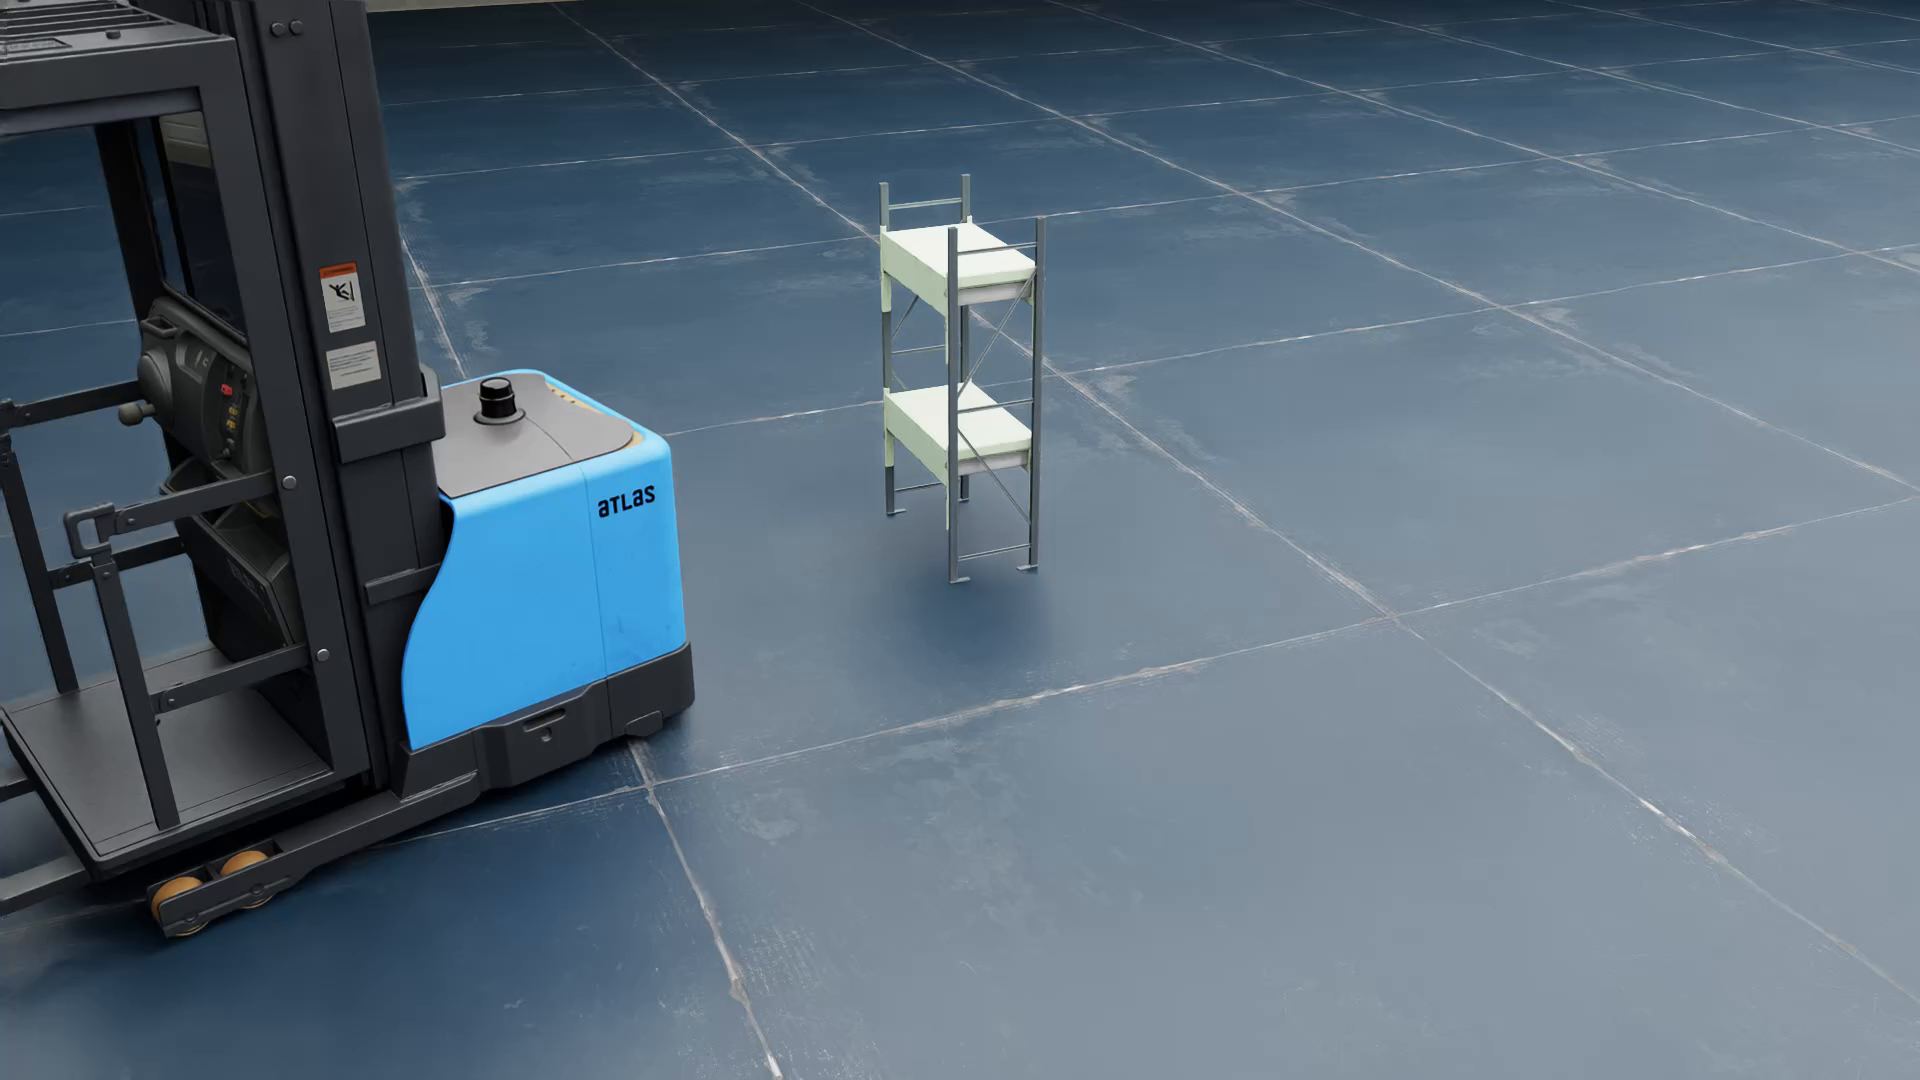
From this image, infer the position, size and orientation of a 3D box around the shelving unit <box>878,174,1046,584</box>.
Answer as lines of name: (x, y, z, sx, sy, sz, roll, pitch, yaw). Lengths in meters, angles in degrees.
shelving unit: (-0.003, -0.677, 6.926, 0.431, 1.500, 0.755, -11, 28, -21)

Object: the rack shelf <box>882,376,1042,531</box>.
rack shelf: (-0.003, -0.384, 7.069, 0.431, 0.370, 0.720, -11, 28, -21)

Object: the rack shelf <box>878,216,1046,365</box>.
rack shelf: (-0.003, -1.027, 6.755, 0.431, 0.370, 0.720, -11, 28, -21)

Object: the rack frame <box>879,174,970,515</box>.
rack frame: (-0.146, -0.824, 7.229, 0.400, 1.500, 0.023, -11, 28, -21)

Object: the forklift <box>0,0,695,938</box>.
forklift: (-2.389, -0.418, 4.765, 3.031, 2.935, 1.130, -21, 33, -36)

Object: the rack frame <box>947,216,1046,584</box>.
rack frame: (0.141, -0.529, 6.624, 0.400, 1.500, 0.023, -11, 28, -21)
